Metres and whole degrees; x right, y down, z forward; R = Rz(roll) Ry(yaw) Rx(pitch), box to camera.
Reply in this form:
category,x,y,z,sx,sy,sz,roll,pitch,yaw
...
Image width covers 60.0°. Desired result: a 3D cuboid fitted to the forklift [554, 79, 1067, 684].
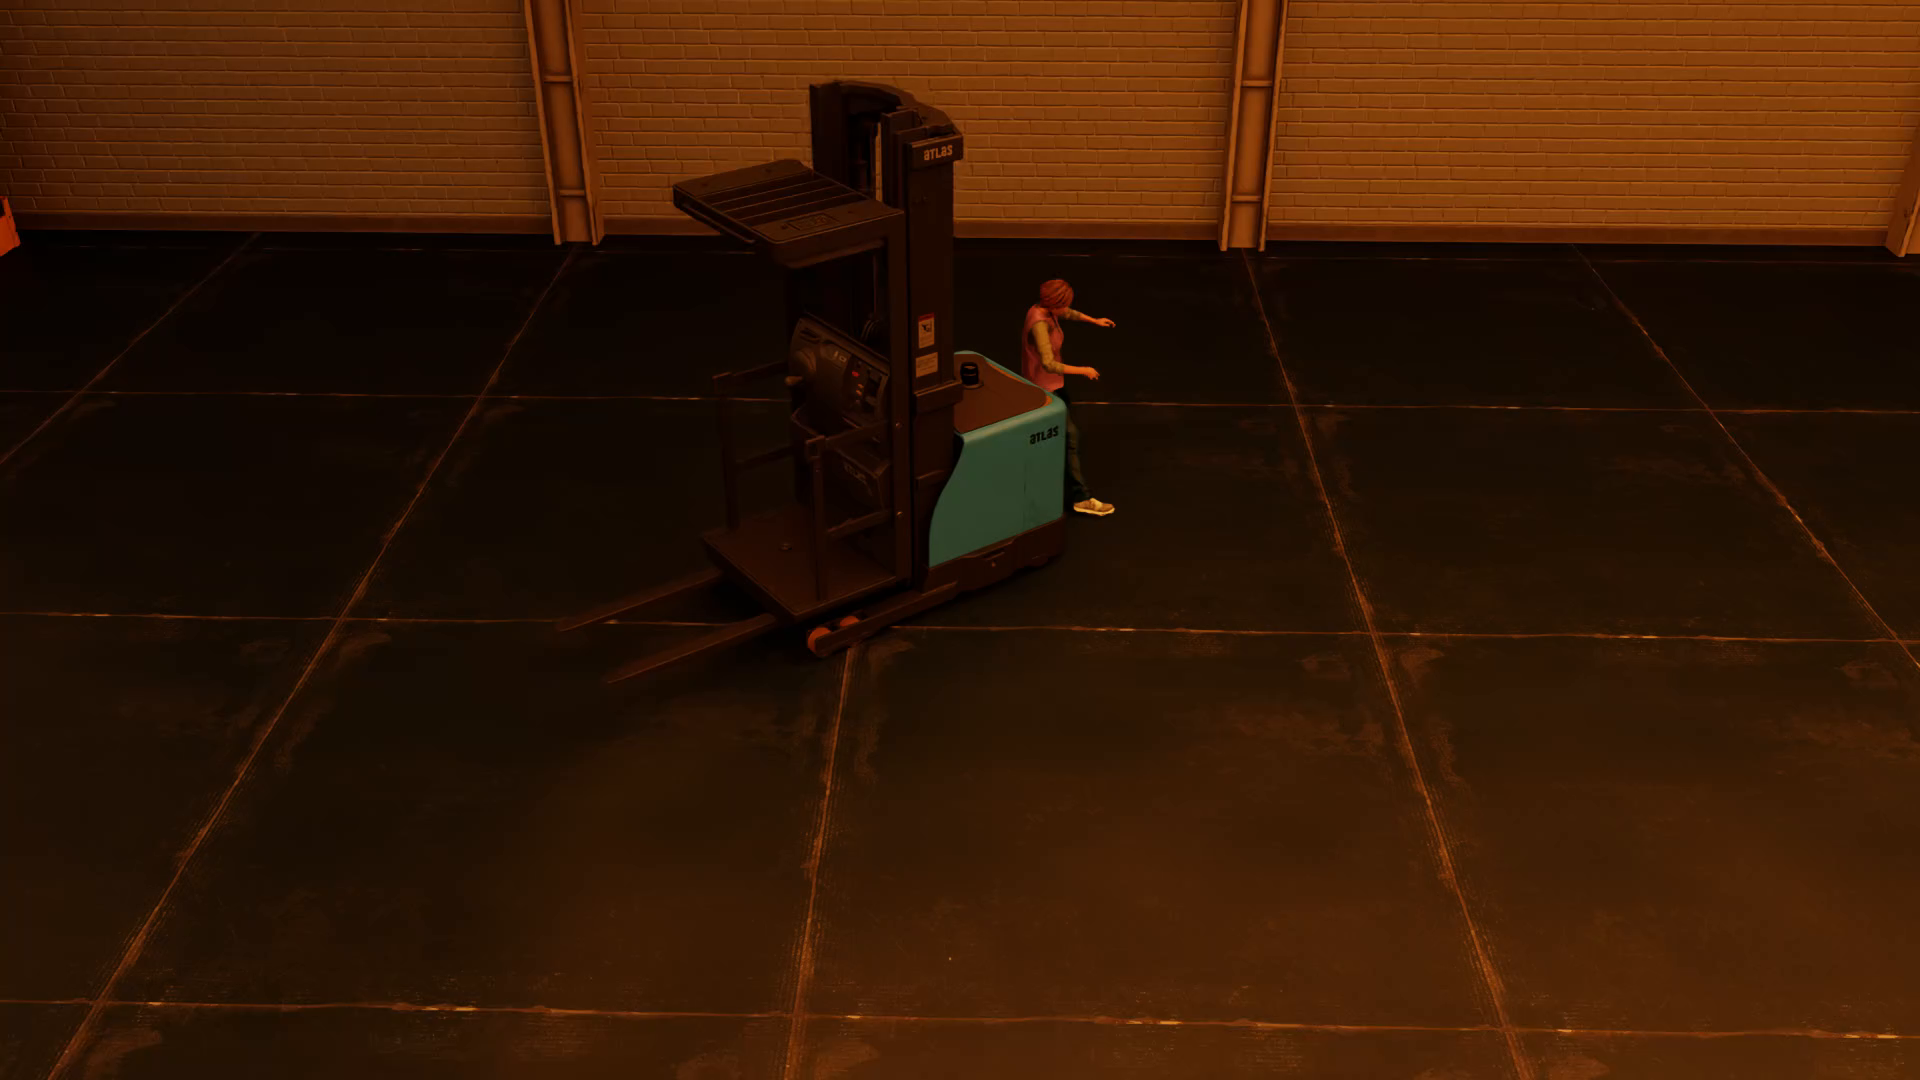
category,x,y,z,sx,sy,sz,roll,pitch,yaw
forklift,-0.844,-0.906,9.152,3.031,2.935,1.130,-21,36,-31

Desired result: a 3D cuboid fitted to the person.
category,x,y,z,sx,sy,sz,roll,pitch,yaw
person,0.689,-1.051,10.924,0.761,1.392,1.122,4,31,6
